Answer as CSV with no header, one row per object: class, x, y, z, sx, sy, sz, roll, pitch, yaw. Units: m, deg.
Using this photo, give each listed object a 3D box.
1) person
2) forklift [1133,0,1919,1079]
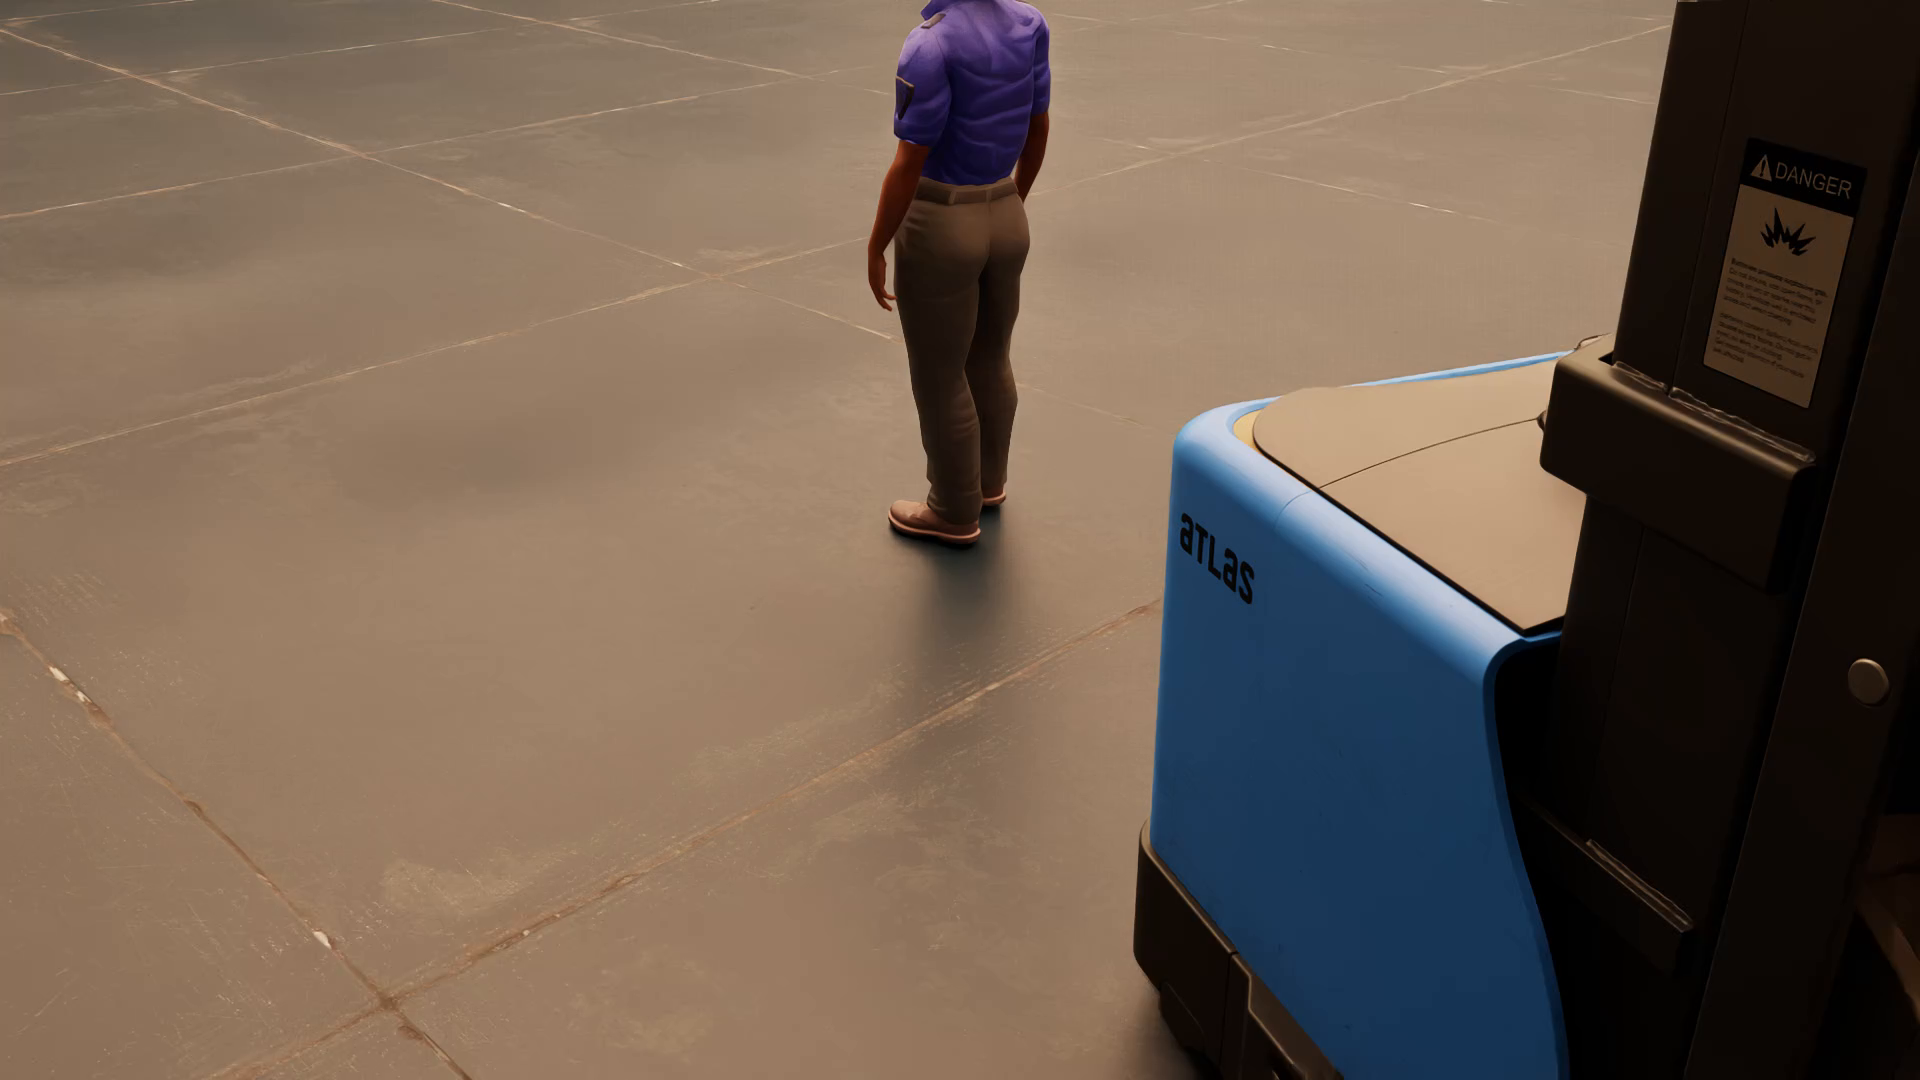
person,-0.048,-0.783,4.243,0.570,1.656,0.503,-24,35,-39
forklift,1.326,-0.026,1.266,1.130,2.935,3.031,-10,28,-20
